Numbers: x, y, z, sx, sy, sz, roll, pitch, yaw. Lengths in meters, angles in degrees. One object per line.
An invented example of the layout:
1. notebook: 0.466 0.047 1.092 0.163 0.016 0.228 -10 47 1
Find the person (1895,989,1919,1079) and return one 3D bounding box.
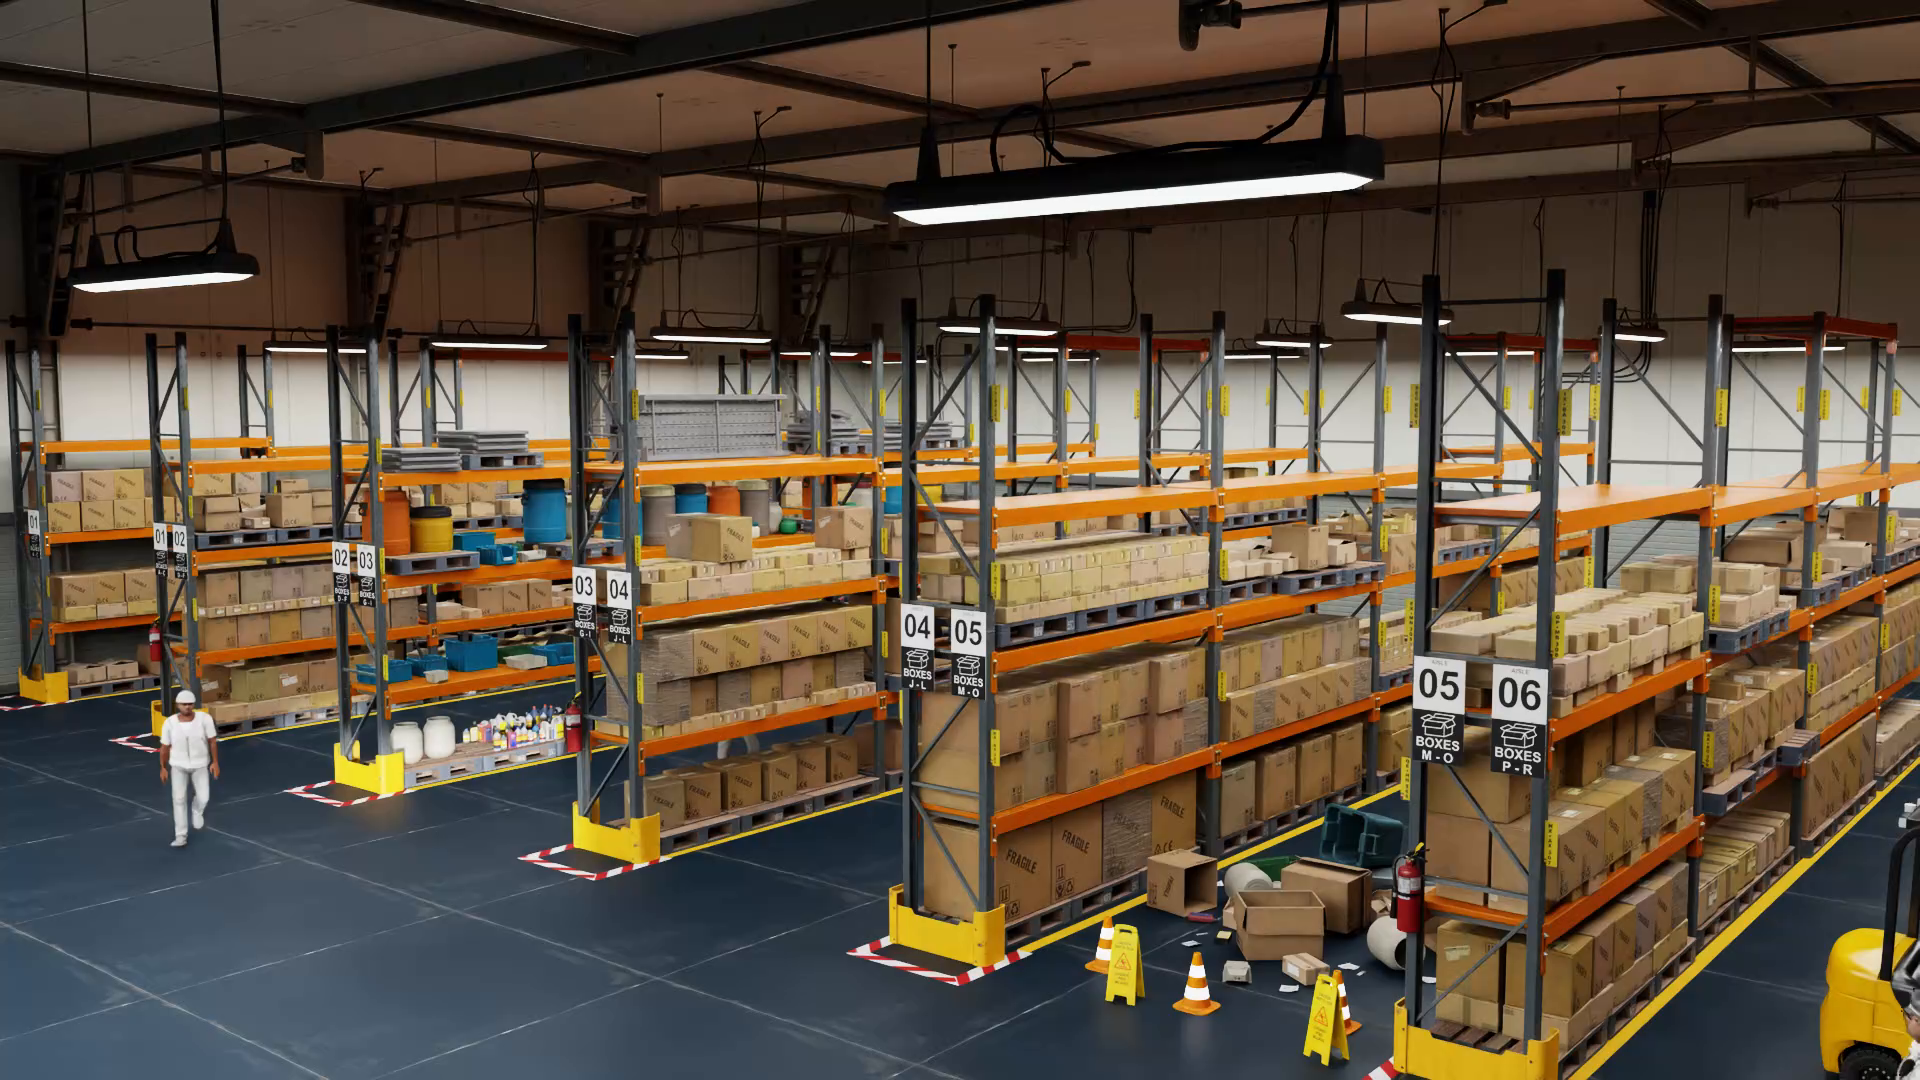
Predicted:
1. person: 5.601 3.438 9.500 0.986 1.729 0.564 3 6 32

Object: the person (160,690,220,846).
1. person: -8.848 2.580 19.097 0.630 1.741 0.908 -2 6 -22

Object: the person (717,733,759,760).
1. person: -2.974 2.356 22.135 0.612 1.688 0.857 3 6 26
